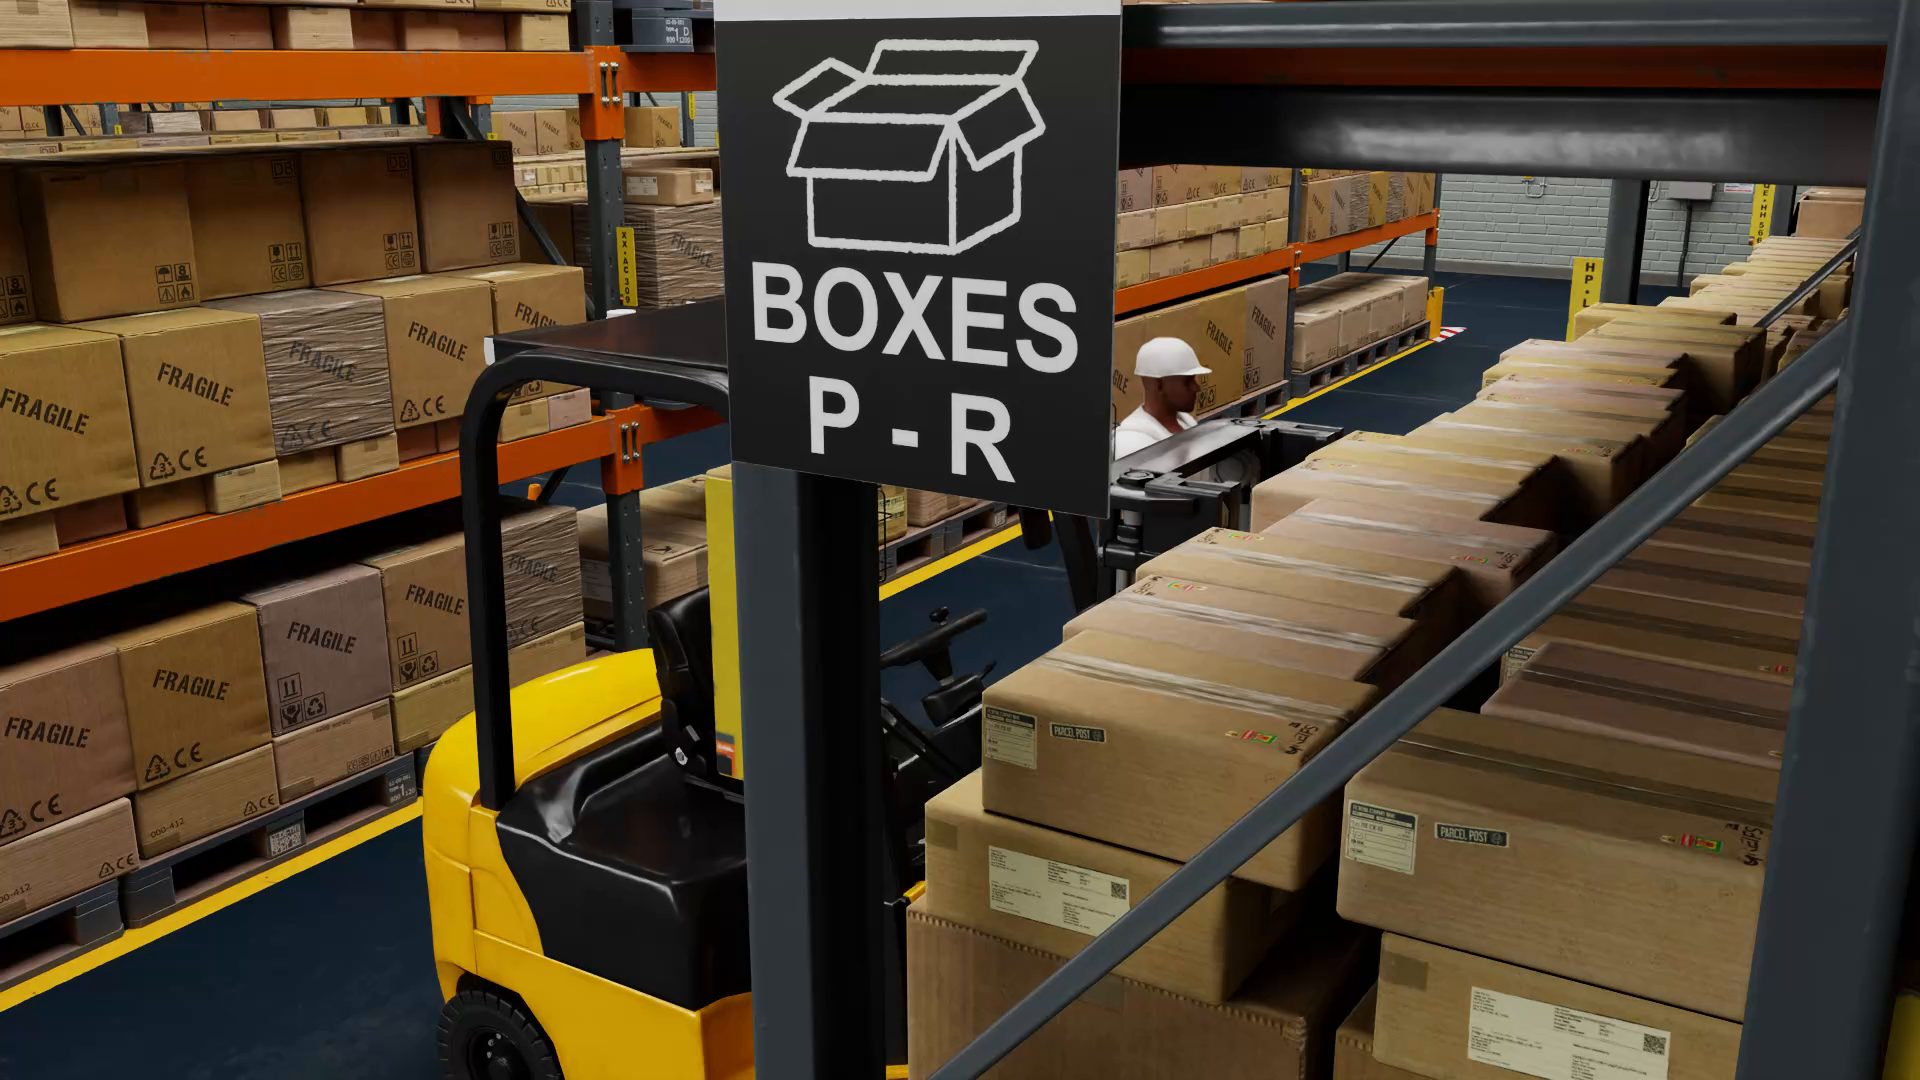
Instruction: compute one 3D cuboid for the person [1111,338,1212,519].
[{"bbox_3d":[0.801,0.104,6.471,0.372,1.780,0.570,10,19,31],"label":"person"}]
